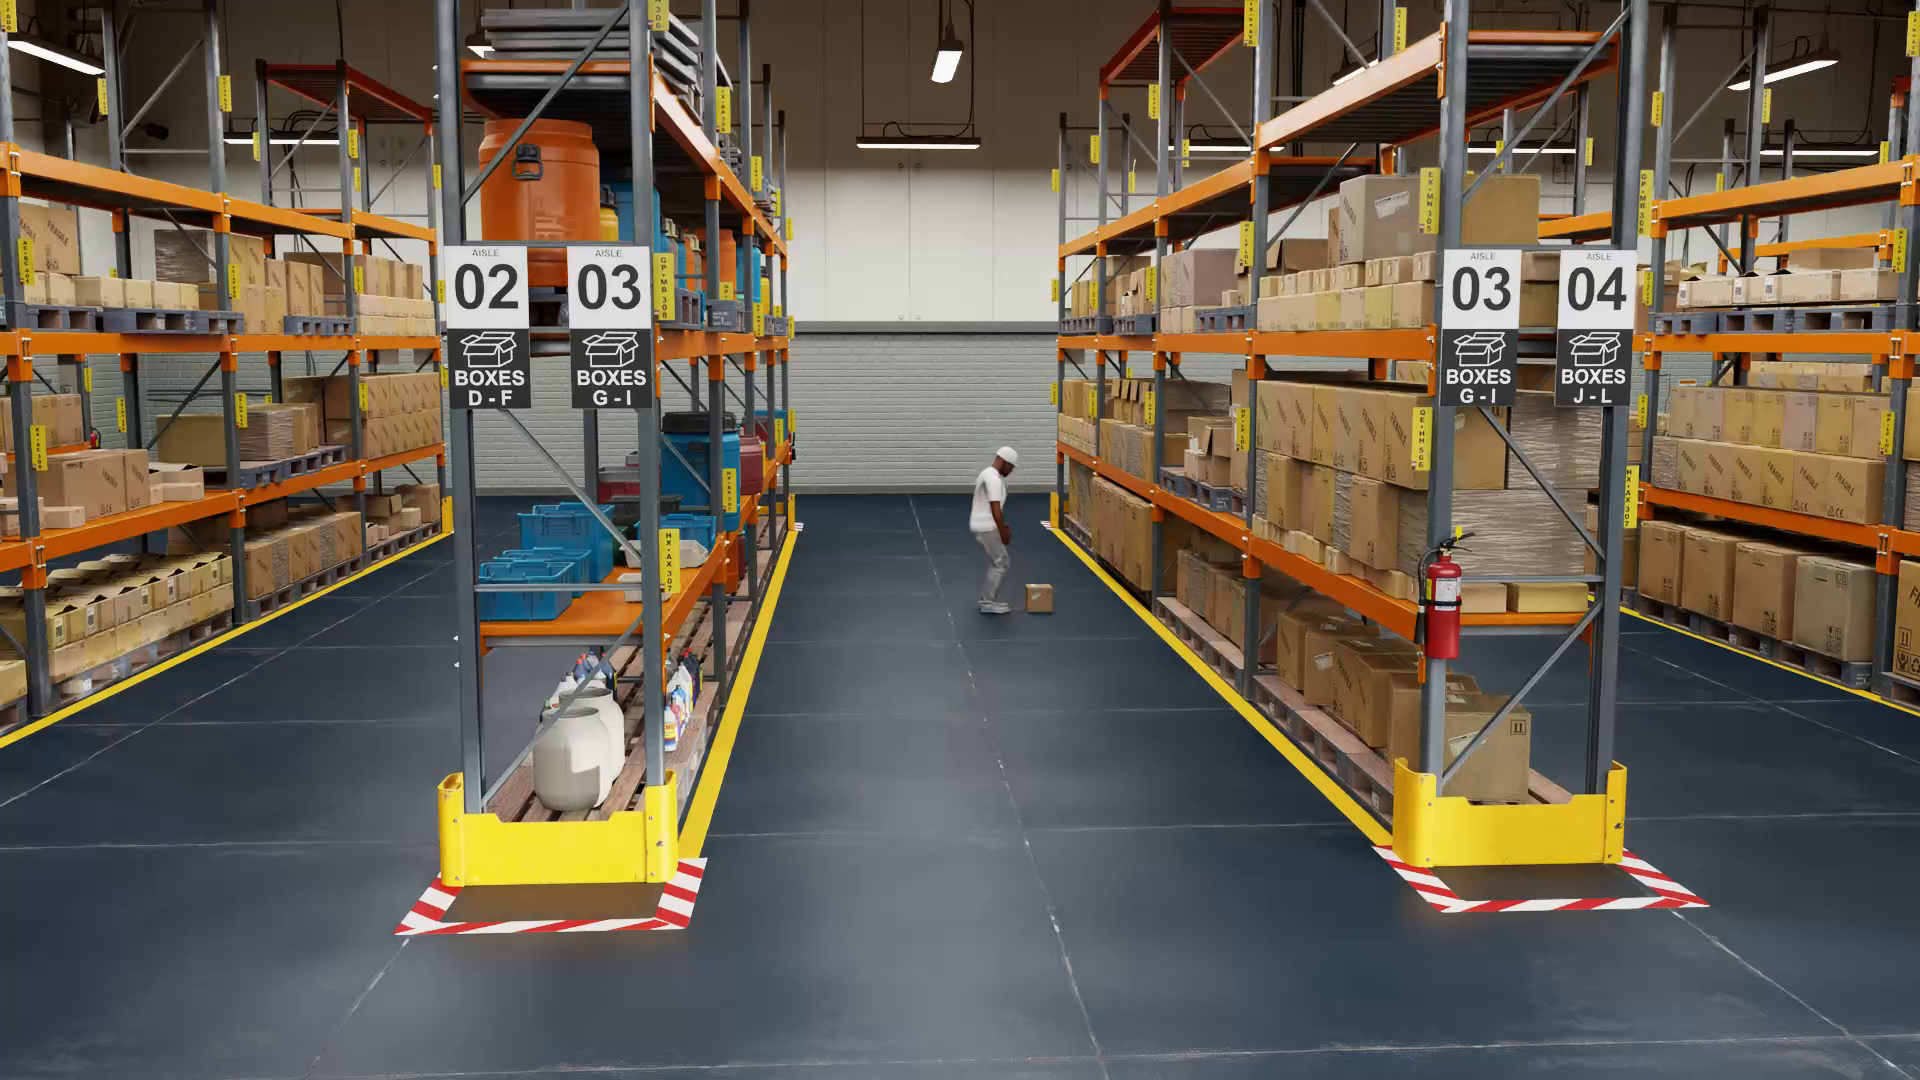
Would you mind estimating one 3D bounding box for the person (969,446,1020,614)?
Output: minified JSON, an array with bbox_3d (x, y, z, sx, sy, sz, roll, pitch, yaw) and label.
[{"bbox_3d":[0.352,-0.112,16.946,0.511,1.682,0.602,0,7,-2],"label":"person"}]
